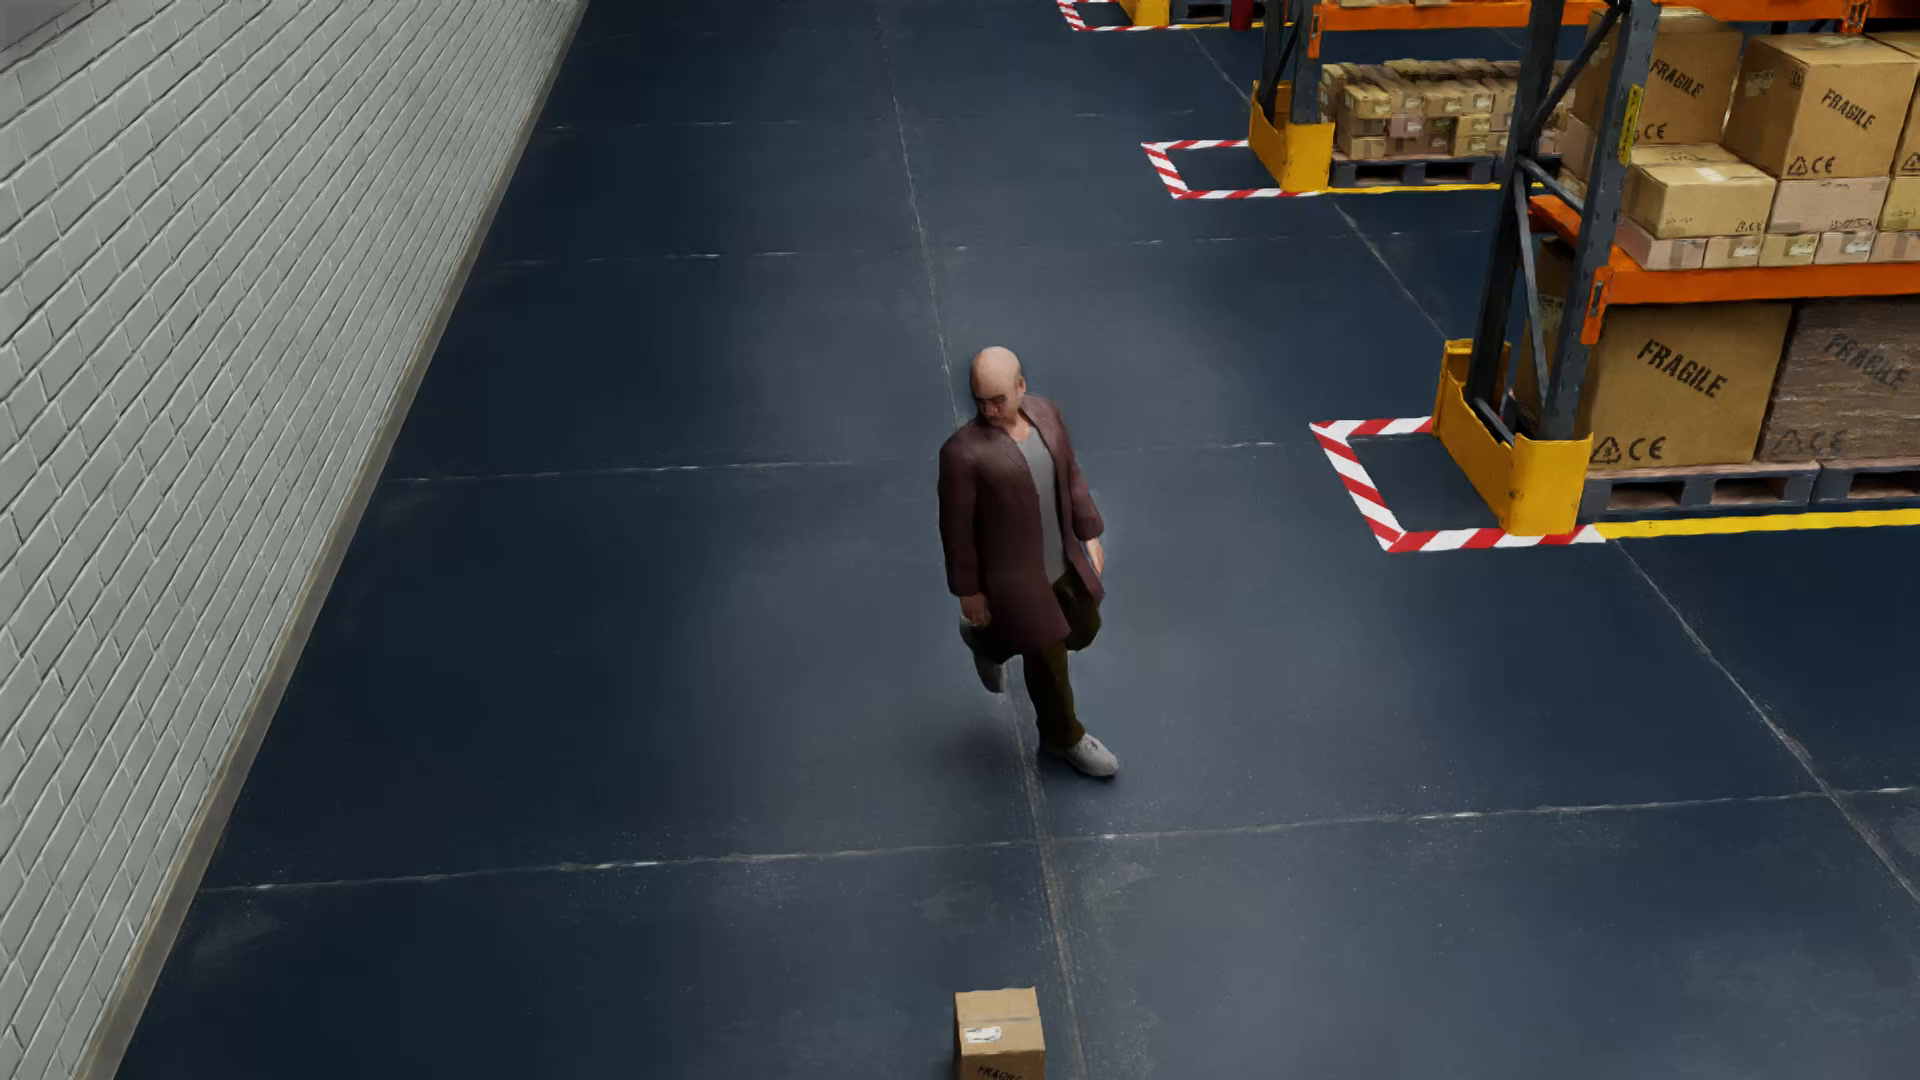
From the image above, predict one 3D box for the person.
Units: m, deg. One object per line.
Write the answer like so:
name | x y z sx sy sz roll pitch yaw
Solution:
person | 0.232 0.106 5.957 0.653 1.748 0.595 -24 38 -35
